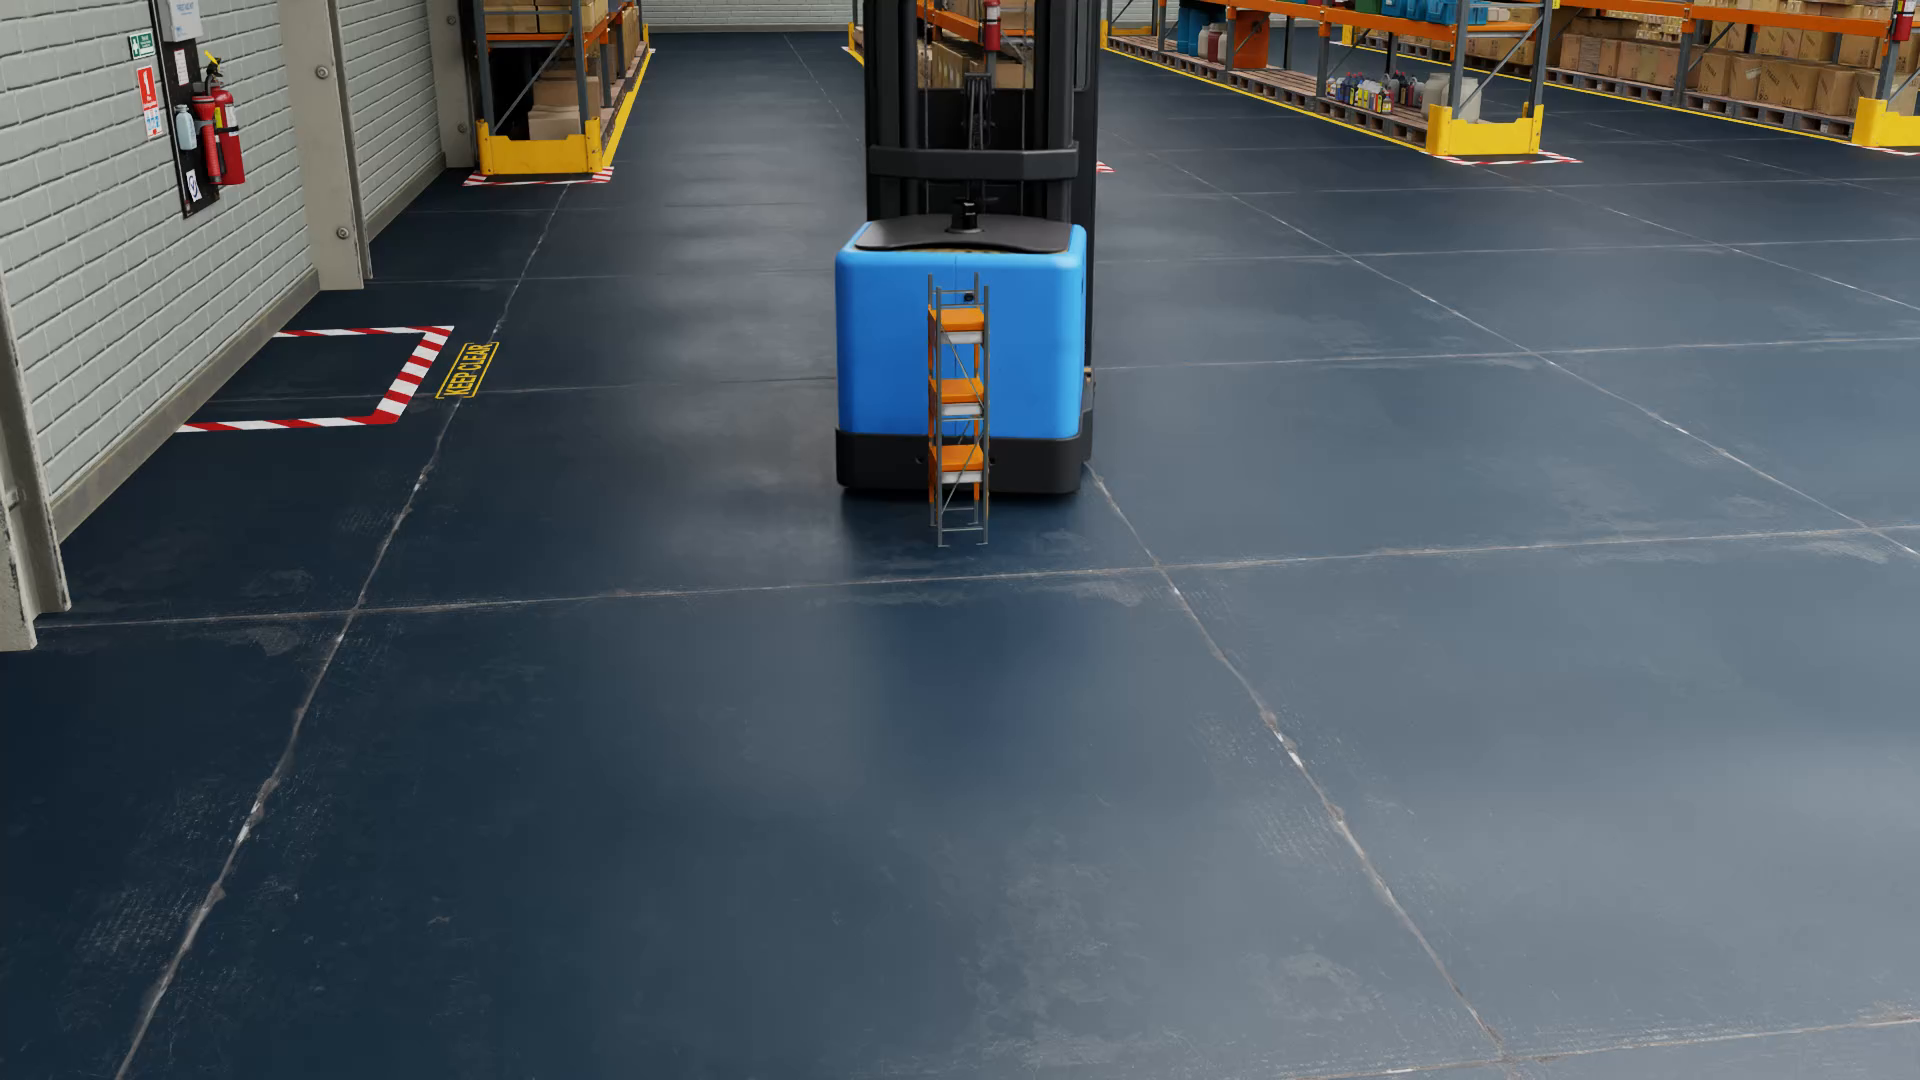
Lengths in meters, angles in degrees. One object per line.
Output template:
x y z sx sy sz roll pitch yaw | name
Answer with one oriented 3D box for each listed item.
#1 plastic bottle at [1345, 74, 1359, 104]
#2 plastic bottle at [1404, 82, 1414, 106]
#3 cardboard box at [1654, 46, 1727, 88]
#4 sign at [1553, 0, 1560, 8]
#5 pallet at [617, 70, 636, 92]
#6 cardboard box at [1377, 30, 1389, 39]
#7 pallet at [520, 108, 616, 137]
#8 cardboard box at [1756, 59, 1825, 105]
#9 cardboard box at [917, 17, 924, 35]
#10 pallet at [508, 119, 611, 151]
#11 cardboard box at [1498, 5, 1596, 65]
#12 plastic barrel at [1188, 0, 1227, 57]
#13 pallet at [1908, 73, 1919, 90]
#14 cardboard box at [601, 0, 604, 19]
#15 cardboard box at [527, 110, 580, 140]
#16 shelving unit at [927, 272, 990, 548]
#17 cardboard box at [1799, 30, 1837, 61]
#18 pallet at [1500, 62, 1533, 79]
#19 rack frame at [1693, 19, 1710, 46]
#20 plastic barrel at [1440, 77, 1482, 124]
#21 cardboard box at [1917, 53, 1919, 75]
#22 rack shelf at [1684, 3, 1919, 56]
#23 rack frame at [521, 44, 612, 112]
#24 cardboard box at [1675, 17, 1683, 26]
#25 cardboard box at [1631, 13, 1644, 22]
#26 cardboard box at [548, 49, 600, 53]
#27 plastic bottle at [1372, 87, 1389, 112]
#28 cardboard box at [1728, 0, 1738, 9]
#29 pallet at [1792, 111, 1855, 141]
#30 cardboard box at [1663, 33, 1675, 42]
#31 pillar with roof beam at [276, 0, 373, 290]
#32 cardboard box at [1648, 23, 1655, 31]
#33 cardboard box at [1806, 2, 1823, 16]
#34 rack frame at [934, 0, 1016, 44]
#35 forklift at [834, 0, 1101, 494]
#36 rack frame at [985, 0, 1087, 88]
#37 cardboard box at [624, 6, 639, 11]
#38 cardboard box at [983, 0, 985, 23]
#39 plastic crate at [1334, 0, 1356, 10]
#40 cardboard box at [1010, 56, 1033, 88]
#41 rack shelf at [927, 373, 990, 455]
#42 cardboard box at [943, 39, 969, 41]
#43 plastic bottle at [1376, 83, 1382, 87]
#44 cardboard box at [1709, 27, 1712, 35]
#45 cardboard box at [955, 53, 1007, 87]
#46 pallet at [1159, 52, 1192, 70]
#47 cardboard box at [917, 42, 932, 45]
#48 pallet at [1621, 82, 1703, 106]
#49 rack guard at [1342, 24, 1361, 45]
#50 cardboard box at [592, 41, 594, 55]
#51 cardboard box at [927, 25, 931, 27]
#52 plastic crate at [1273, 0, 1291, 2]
4.818 -5.530 20.393 0.144 0.351 0.185 -4 21 -10 | plastic bottle
5.452 -5.416 20.182 0.061 0.283 0.133 -3 21 -8 | plastic bottle
9.919 -6.429 22.587 0.700 0.500 0.500 -5 21 -12 | cardboard box
6.207 -5.702 17.299 0.100 0.325 0.005 -3 21 -8 | sign
-5.334 -6.786 24.585 1.003 0.211 1.213 -3 21 -8 | pallet
8.559 -10.004 31.651 0.875 0.875 0.875 -3 21 -8 | cardboard box
-4.587 -4.894 19.518 1.003 0.211 1.213 -3 21 -8 | pallet
10.262 -5.657 20.547 0.500 0.500 0.500 -5 21 -13 | cardboard box
-0.773 -7.785 25.144 0.500 0.250 0.500 -2 21 -6 | cardboard box
-4.407 -4.471 18.384 1.003 0.211 1.213 -3 21 -8 | pallet
9.331 -8.007 26.303 1.225 0.875 0.875 -4 21 -10 | cardboard box
4.096 -8.480 27.532 0.600 0.901 0.708 -3 21 -8 | plastic barrel
14.544 -6.776 24.557 1.003 0.211 1.213 -3 21 -8 | pallet
-4.199 -5.875 18.345 0.500 0.250 0.500 -3 21 -8 | cardboard box
-4.152 -4.237 16.987 0.500 0.311 0.500 -5 21 -14 | cardboard box
-0.008 -0.510 6.582 0.215 1.050 0.252 -3 21 -8 | shelving unit
13.979 -8.021 26.877 0.500 0.500 0.500 -3 21 -8 | cardboard box
9.371 -7.536 26.591 1.003 0.211 1.213 -3 21 -8 | pallet
13.756 -10.166 29.646 1.000 3.000 0.127 -3 21 -8 | rack frame
5.491 -4.801 18.239 0.421 0.512 0.421 0 20 0 | plastic barrel
14.595 -7.083 24.009 1.050 0.750 0.750 -3 21 -8 | cardboard box
10.275 -6.151 19.926 1.077 0.370 4.000 -3 21 -8 | rack shelf
-4.718 -6.431 19.648 1.000 3.000 0.127 -3 21 -8 | rack frame
13.371 -9.502 30.494 0.380 0.149 0.250 -3 21 -7 | cardboard box
13.128 -10.037 31.927 0.380 0.149 0.250 -3 21 -7 | cardboard box
-5.081 -6.250 22.106 0.700 0.500 0.500 -3 21 -8 | cardboard box
4.954 -5.178 19.558 0.152 0.276 0.135 -3 21 -7 | plastic bottle
9.852 -6.715 20.766 0.380 0.149 0.250 -3 21 -8 | cardboard box
10.470 -4.799 19.262 1.003 0.211 1.213 -3 21 -8 | pallet
13.306 -9.328 30.878 0.380 0.149 0.250 -4 21 -10 | cardboard box
0.026 -6.195 10.441 9.100 9.000 0.400 -3 21 -8 | pillar with roof beam
13.275 -9.717 31.494 0.380 0.149 0.250 -4 21 -10 | cardboard box
10.121 -6.198 19.383 0.380 0.149 0.250 -3 21 -8 | cardboard box
0.183 -6.682 20.320 1.000 3.000 0.127 -3 21 -8 | rack frame
0.124 -2.041 7.993 1.130 2.935 3.031 2 21 5 | forklift
0.760 -5.297 16.612 1.000 3.000 0.127 -3 21 -8 | rack frame
-6.049 -9.643 30.292 0.380 0.149 0.250 -3 21 -8 | cardboard box
0.625 -5.688 17.515 0.700 0.500 0.500 -2 21 -6 | cardboard box
5.035 -6.714 20.494 0.767 0.338 0.504 -3 21 -8 | plastic crate
0.828 -4.927 17.879 0.500 0.500 0.500 -3 21 -8 | cardboard box
-0.008 -0.500 6.586 0.215 0.259 0.240 -3 21 -8 | rack shelf
0.007 -6.890 23.404 0.500 0.311 0.500 -3 21 -9 | cardboard box
5.022 -5.364 20.055 0.152 0.276 0.135 -3 21 -8 | plastic bottle
13.895 -9.391 30.621 0.380 0.149 0.250 -3 21 -7 | cardboard box
0.229 -5.073 18.270 0.500 0.500 0.500 -3 21 -8 | cardboard box
4.002 -8.125 28.168 1.003 0.211 1.213 -3 21 -8 | pallet
-0.453 -6.684 22.853 0.500 0.311 0.500 -3 21 -9 | cardboard box
9.873 -6.144 22.864 1.003 0.211 1.213 -3 21 -8 | pallet
8.253 -10.173 33.238 1.175 0.500 0.348 -3 21 -8 | rack guard
-4.987 -6.404 21.446 0.500 0.250 0.500 -4 21 -9 | cardboard box
-0.552 -8.159 27.218 0.500 0.500 0.500 -3 21 -8 | cardboard box
4.555 -7.420 22.599 0.450 0.188 0.662 -3 21 -8 | plastic crate
